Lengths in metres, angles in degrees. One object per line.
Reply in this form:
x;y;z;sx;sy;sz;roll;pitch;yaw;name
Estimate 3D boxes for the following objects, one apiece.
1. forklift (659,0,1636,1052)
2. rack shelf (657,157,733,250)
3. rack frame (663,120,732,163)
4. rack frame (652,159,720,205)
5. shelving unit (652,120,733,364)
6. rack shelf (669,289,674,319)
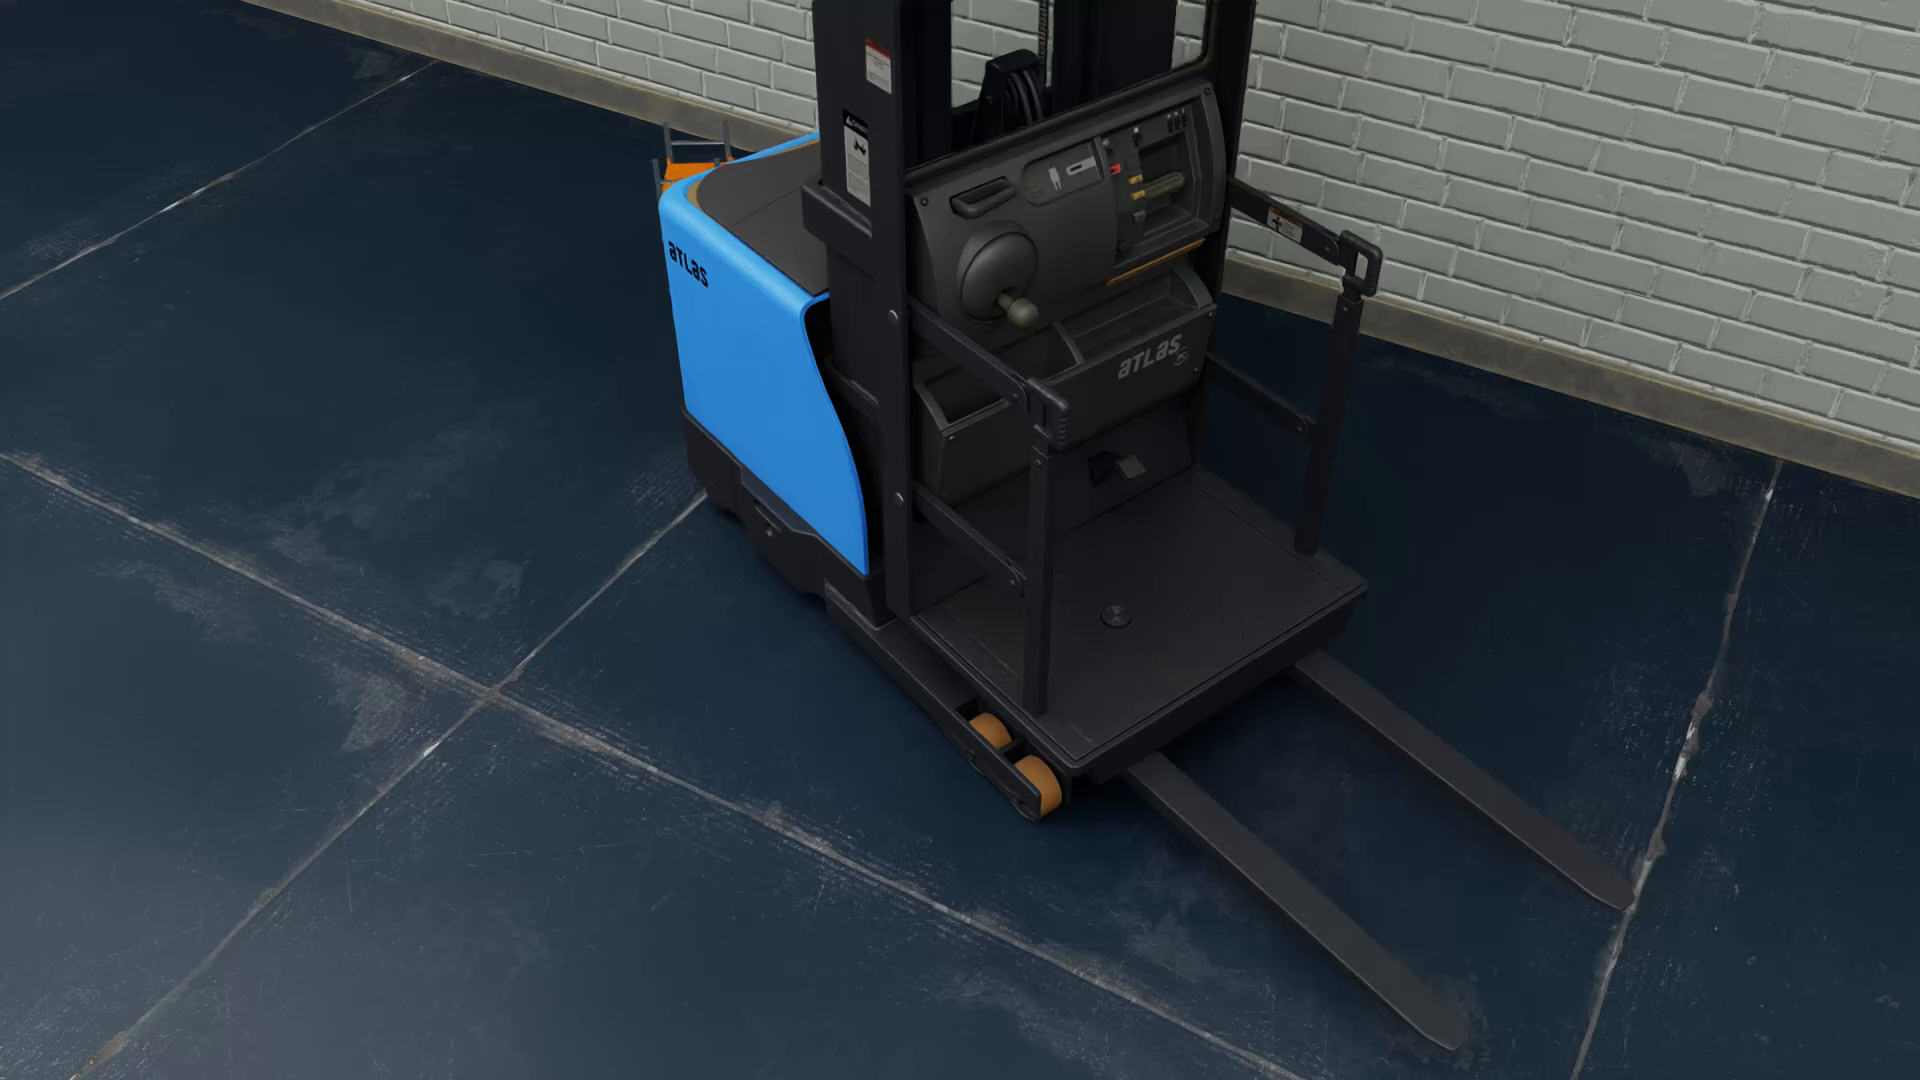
0.415;-0.737;3.869;1.130;2.935;3.031;-27;48;-27;forklift
-0.814;-1.022;5.201;0.215;0.259;0.240;-1;41;0;rack shelf
-0.813;-0.897;5.473;0.200;1.050;0.008;-1;41;0;rack frame
-0.811;-0.736;5.289;0.200;1.050;0.008;-1;41;0;rack frame
-0.812;-0.817;5.381;0.215;1.050;0.252;-1;41;0;shelving unit
-0.812;-0.809;5.388;0.215;0.259;0.240;-1;41;0;rack shelf
